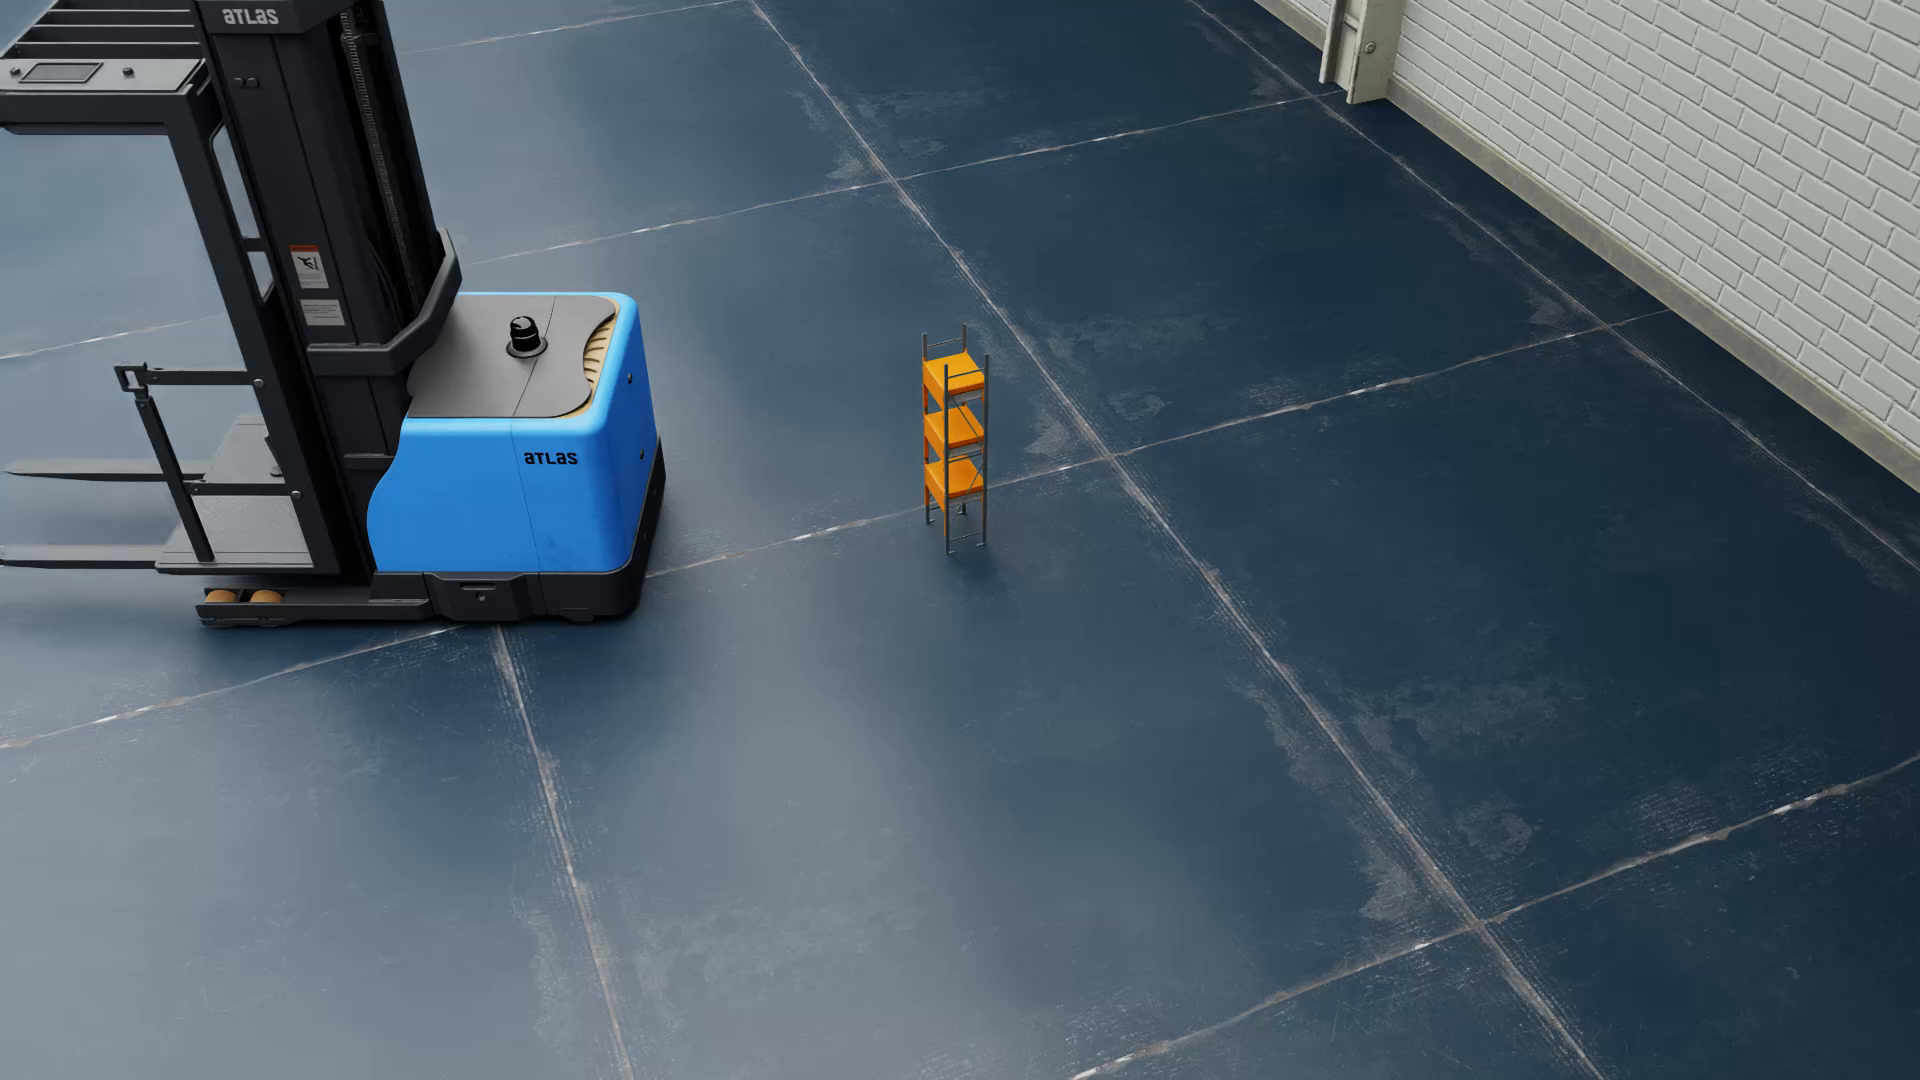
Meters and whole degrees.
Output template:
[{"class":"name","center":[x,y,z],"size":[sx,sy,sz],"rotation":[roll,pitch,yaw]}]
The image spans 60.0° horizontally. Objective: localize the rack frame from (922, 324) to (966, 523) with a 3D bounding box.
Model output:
[{"class":"rack frame","center":[-0.067,-0.504,7.449],"size":[0.200,1.050,0.008],"rotation":[-15,43,-17]}]

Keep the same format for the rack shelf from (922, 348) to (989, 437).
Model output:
[{"class":"rack shelf","center":[-0.020,-0.637,7.186],"size":[0.215,0.259,0.240],"rotation":[-15,43,-17]}]

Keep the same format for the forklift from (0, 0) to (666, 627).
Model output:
[{"class":"forklift","center":[-2.913,-1.078,6.674],"size":[3.031,2.935,1.130],"rotation":[0,41,0]}]

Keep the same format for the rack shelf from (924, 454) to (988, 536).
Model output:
[{"class":"rack shelf","center":[-0.020,-0.212,7.552],"size":[0.215,0.259,0.240],"rotation":[-15,43,-17]}]

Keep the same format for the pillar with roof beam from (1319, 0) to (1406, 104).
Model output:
[{"class":"pillar with roof beam","center":[-1.323,-5.384,7.028],"size":[9.100,9.000,0.400],"rotation":[-15,43,-17]}]

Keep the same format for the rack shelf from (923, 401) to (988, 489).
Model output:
[{"class":"rack shelf","center":[-0.020,-0.422,7.371],"size":[0.215,0.259,0.240],"rotation":[-15,43,-17]}]

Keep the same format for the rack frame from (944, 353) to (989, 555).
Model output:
[{"class":"rack frame","center":[0.026,-0.357,7.278],"size":[0.200,1.050,0.008],"rotation":[-15,43,-17]}]

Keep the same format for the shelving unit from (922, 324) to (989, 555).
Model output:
[{"class":"shelving unit","center":[-0.020,-0.430,7.364],"size":[0.215,1.050,0.252],"rotation":[-15,43,-17]}]
